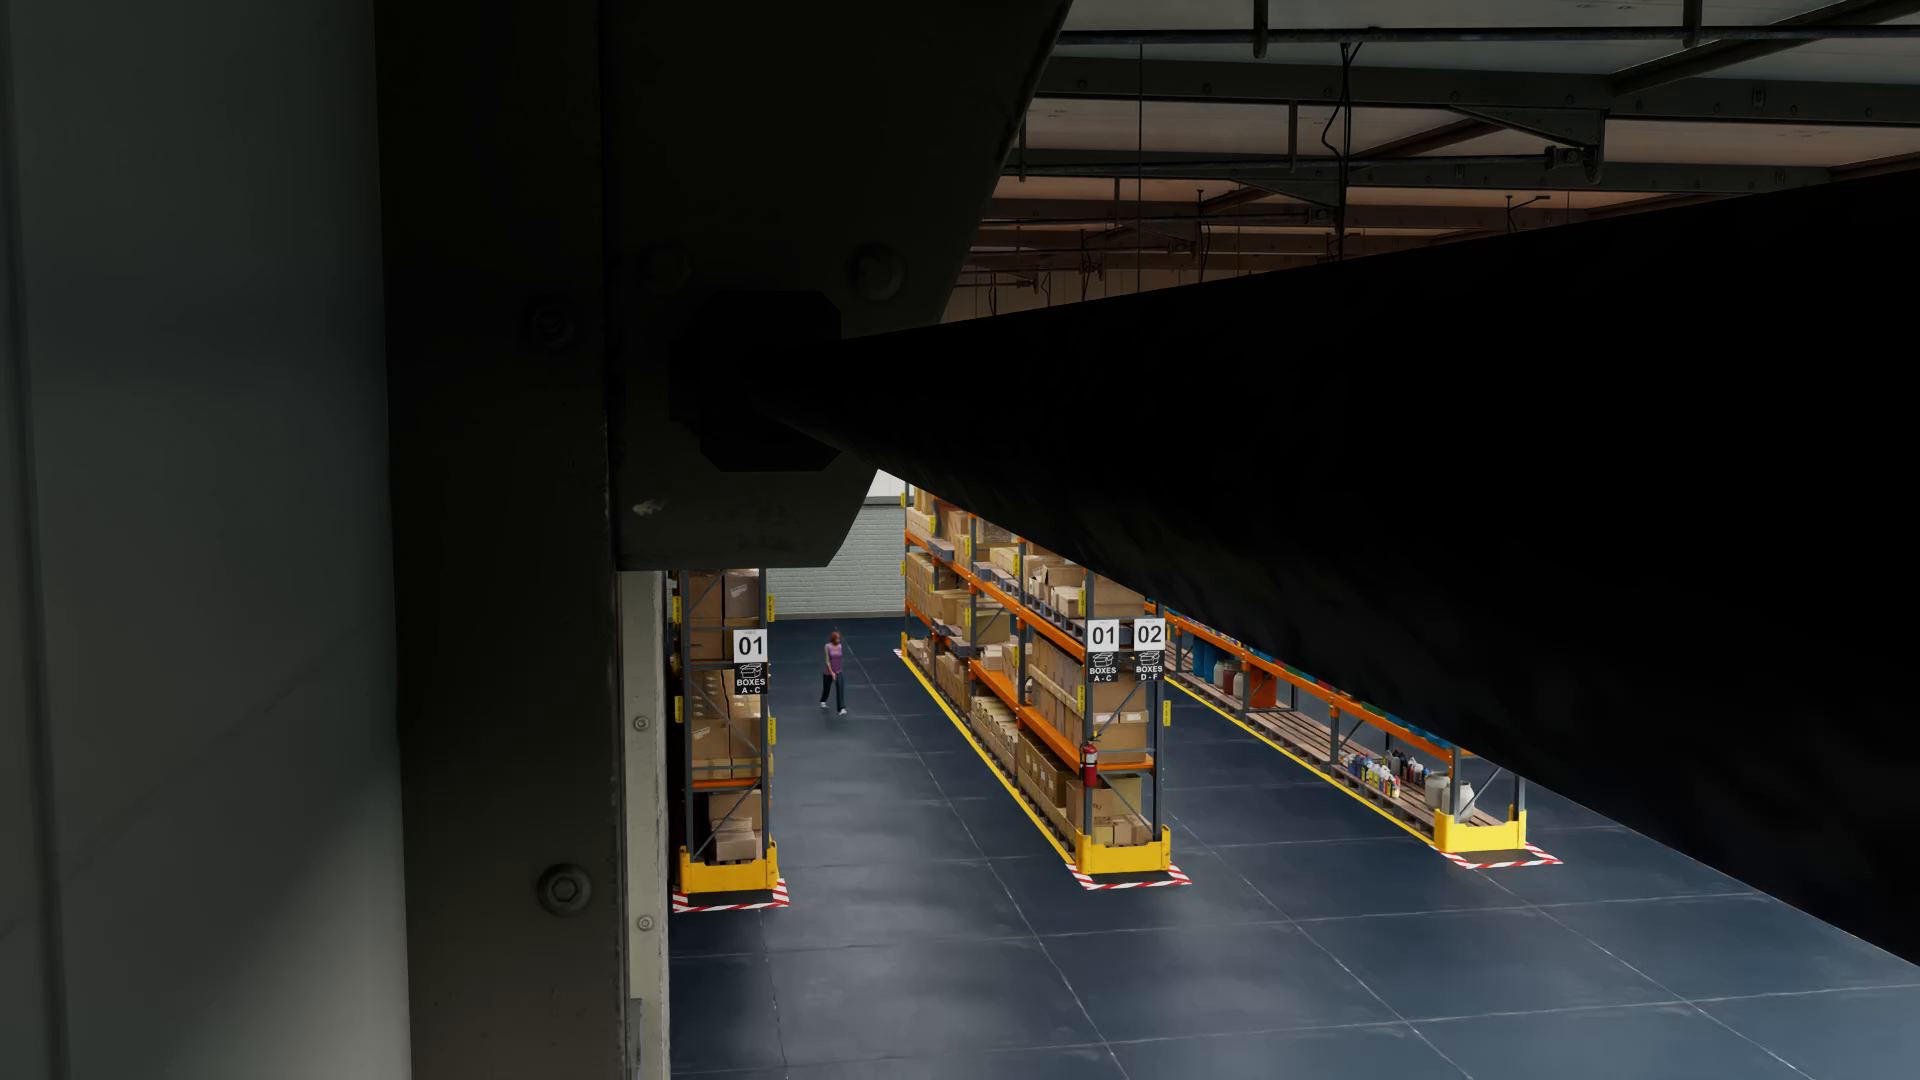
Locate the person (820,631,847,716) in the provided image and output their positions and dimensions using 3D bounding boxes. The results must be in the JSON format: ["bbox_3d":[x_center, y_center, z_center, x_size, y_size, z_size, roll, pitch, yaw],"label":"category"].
[{"bbox_3d":[-2.289,2.419,30.413,0.394,1.503,1.060,-3,7,-25],"label":"person"}]
